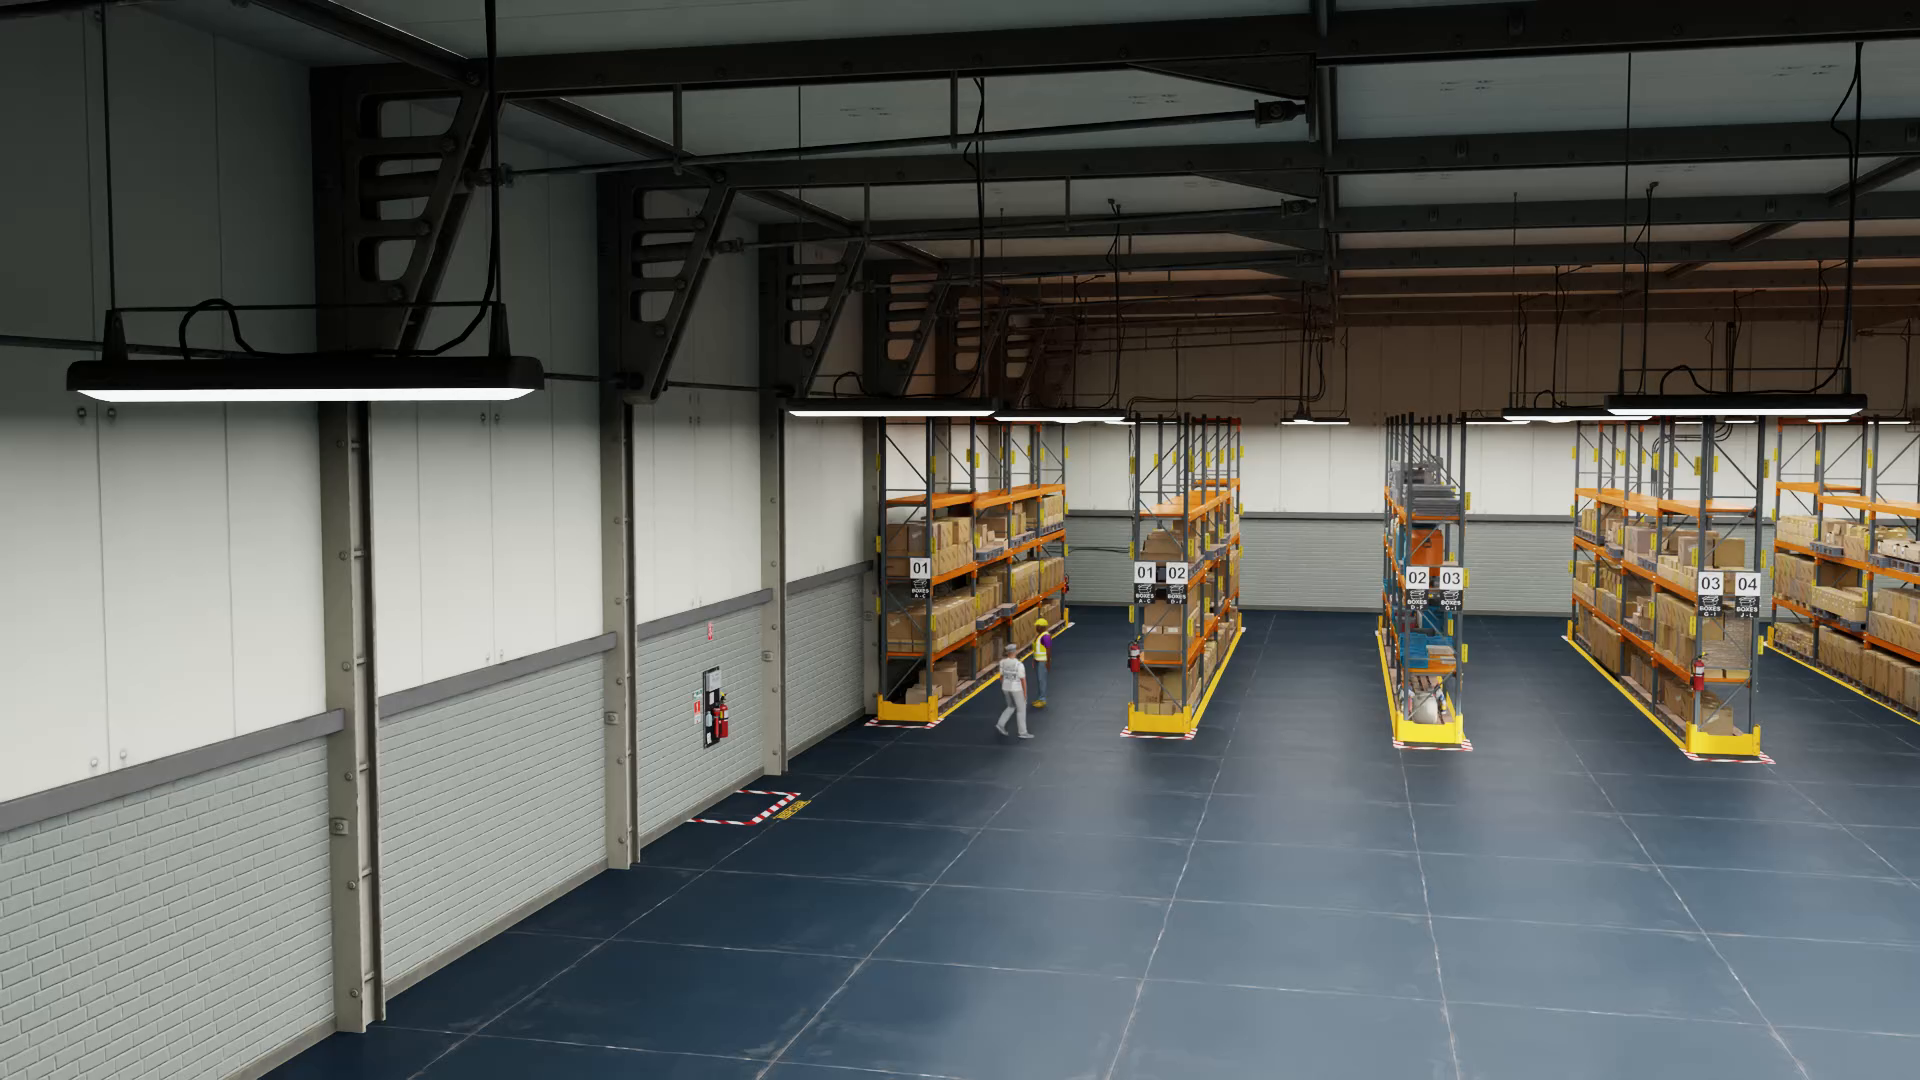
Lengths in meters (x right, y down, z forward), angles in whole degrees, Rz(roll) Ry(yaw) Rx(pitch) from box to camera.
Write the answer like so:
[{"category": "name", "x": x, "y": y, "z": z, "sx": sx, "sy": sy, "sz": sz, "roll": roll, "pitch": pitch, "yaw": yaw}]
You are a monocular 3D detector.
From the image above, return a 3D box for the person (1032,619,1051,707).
[{"category": "person", "x": 1.641, "y": 2.516, "z": 34.302, "sx": 0.463, "sy": 1.775, "sz": 0.677, "roll": -1, "pitch": 4, "yaw": -15}]

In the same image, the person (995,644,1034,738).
[{"category": "person", "x": 1.020, "y": 2.786, "z": 30.714, "sx": 0.572, "sy": 1.754, "sz": 0.617, "roll": -4, "pitch": 5, "yaw": -45}]
